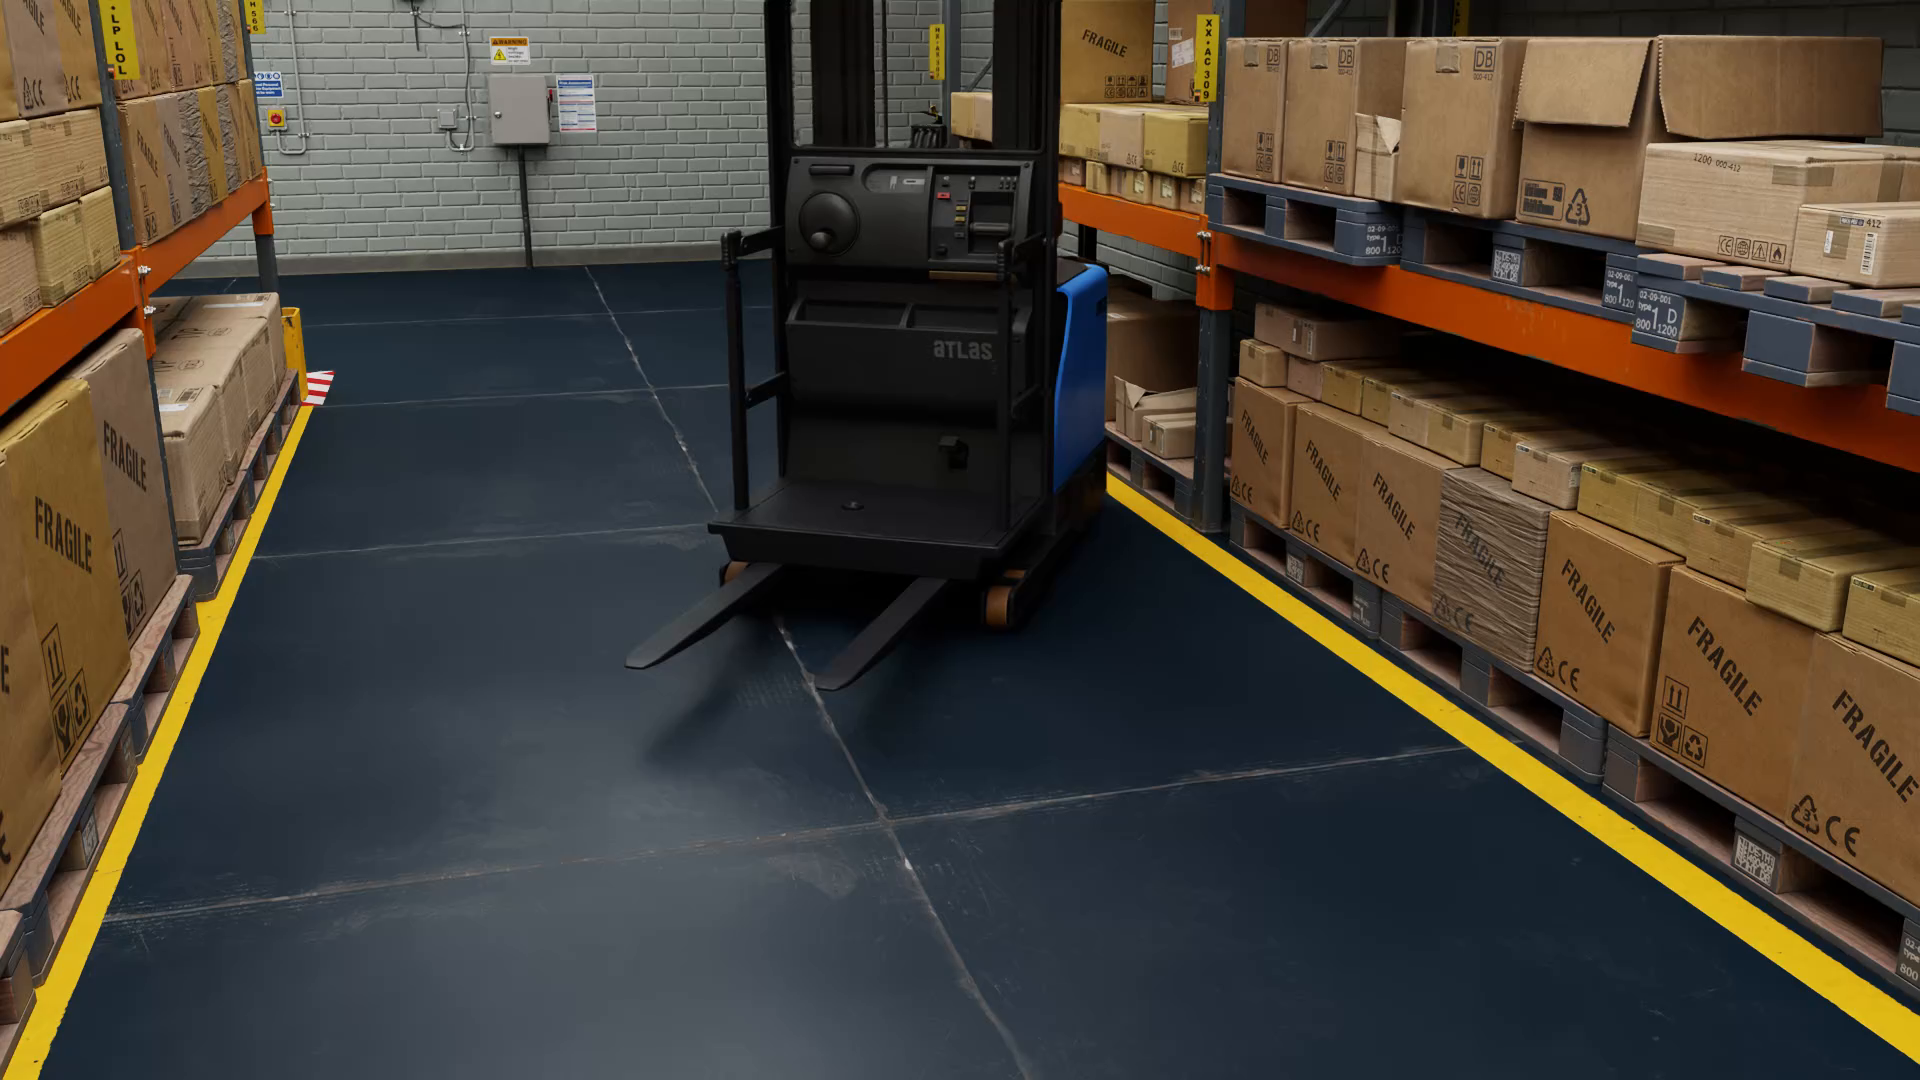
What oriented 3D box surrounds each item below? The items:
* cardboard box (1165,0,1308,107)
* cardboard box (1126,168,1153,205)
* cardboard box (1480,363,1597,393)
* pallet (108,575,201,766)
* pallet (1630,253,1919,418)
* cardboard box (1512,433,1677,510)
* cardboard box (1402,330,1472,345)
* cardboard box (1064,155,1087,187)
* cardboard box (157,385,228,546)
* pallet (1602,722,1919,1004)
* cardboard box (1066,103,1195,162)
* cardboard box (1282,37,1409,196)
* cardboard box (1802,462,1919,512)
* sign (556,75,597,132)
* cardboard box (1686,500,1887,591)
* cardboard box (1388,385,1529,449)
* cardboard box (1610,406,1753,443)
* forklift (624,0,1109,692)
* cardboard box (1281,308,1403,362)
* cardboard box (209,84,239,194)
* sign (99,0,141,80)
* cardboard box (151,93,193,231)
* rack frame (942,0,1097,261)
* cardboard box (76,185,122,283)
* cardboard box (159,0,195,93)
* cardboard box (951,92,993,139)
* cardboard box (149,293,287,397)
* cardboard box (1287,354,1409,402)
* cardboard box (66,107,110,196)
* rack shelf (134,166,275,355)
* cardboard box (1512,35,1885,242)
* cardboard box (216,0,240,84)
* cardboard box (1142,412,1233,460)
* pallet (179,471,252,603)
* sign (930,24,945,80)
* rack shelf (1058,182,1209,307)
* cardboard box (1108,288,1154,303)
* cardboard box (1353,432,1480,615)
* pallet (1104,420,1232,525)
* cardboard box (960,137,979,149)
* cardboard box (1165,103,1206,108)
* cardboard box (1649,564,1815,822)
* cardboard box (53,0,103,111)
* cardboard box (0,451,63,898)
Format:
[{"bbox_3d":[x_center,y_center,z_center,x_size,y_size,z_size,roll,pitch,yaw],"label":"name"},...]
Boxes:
[{"bbox_3d":[1.333,-2.374,8.082,0.500,0.500,0.500,-5,17,-17],"label":"cardboard box"},{"bbox_3d":[0.969,-1.600,7.500,0.380,0.149,0.250,-4,17,-14],"label":"cardboard box"},{"bbox_3d":[2.113,-0.539,6.021,0.380,0.149,0.250,-6,18,-18],"label":"cardboard box"},{"bbox_3d":[-3.001,0.425,5.170,1.003,0.211,1.213,-5,17,-15],"label":"pallet"},{"bbox_3d":[2.332,-0.495,3.719,1.213,0.211,1.003,-5,17,-15],"label":"pallet"},{"bbox_3d":[1.869,-0.205,4.909,0.380,0.149,0.250,-6,18,-18],"label":"cardboard box"},{"bbox_3d":[1.865,-0.747,6.712,0.380,0.149,0.250,-5,18,-17],"label":"cardboard box"},{"bbox_3d":[0.749,-1.888,8.458,0.380,0.149,0.250,-5,17,-15],"label":"cardboard box"},{"bbox_3d":[-3.355,-0.274,6.374,0.875,0.438,0.875,-5,17,-16],"label":"cardboard box"},{"bbox_3d":[2.417,0.721,4.185,1.003,0.211,1.213,-5,17,-15],"label":"pallet"},{"bbox_3d":[0.835,-1.980,8.073,0.500,0.250,0.500,-5,17,-16],"label":"cardboard box"},{"bbox_3d":[1.546,-1.466,5.714,0.700,0.500,0.500,-5,17,-15],"label":"cardboard box"},{"bbox_3d":[2.564,-0.109,4.589,0.380,0.149,0.250,-6,18,-18],"label":"cardboard box"},{"bbox_3d":[-3.479,-3.959,15.082,0.329,0.494,0.001,-5,17,-15],"label":"sign"},{"bbox_3d":[2.071,0.014,4.177,0.380,0.149,0.250,-5,18,-17],"label":"cardboard box"},{"bbox_3d":[1.682,-0.418,5.618,0.380,0.149,0.250,-5,17,-15],"label":"cardboard box"},{"bbox_3d":[2.302,-0.320,5.291,0.380,0.149,0.250,-5,18,-17],"label":"cardboard box"},{"bbox_3d":[-0.249,-1.207,5.875,1.130,2.935,3.031,5,17,16],"label":"forklift"},{"bbox_3d":[1.446,-0.780,6.306,0.380,0.149,0.250,-6,18,-18],"label":"cardboard box"},{"bbox_3d":[-3.723,-1.878,7.817,0.500,0.500,0.500,-4,17,-14],"label":"cardboard box"},{"bbox_3d":[-2.766,-1.680,5.456,0.100,0.325,0.005,-5,17,-15],"label":"sign"},{"bbox_3d":[-3.297,-1.456,6.411,0.500,0.500,0.500,-5,17,-15],"label":"cardboard box"},{"bbox_3d":[0.387,-2.618,10.453,1.000,3.000,0.127,-5,17,-15],"label":"rack frame"},{"bbox_3d":[-2.920,-0.942,5.135,0.500,0.250,0.500,-5,17,-17],"label":"cardboard box"},{"bbox_3d":[-3.446,-2.078,6.745,0.500,0.500,0.500,-4,17,-14],"label":"cardboard box"},{"bbox_3d":[0.253,-2.542,9.943,0.500,0.250,0.500,-5,17,-15],"label":"cardboard box"},{"bbox_3d":[-4.107,-1.024,8.870,0.875,0.438,0.875,-5,18,-17],"label":"cardboard box"},{"bbox_3d":[1.479,-0.635,6.340,0.380,0.149,0.250,-5,17,-17],"label":"cardboard box"},{"bbox_3d":[-2.930,-1.183,5.067,0.500,0.250,0.500,-5,17,-15],"label":"cardboard box"},{"bbox_3d":[-3.835,-1.327,7.405,1.077,0.370,4.000,-5,17,-15],"label":"rack shelf"},{"bbox_3d":[1.959,-1.092,4.465,0.797,0.503,0.637,-5,17,-17],"label":"cardboard box"},{"bbox_3d":[-3.851,-2.494,8.130,0.500,0.500,0.500,-5,17,-15],"label":"cardboard box"},{"bbox_3d":[1.051,-0.478,7.555,0.380,0.149,0.250,-5,18,-17],"label":"cardboard box"},{"bbox_3d":[-3.419,0.001,6.582,1.003,0.211,1.213,-5,17,-15],"label":"pallet"},{"bbox_3d":[-0.135,-2.989,10.185,0.100,0.325,0.005,-5,17,-15],"label":"sign"},{"bbox_3d":[0.937,-1.720,8.715,1.077,0.370,4.000,-5,17,-15],"label":"rack shelf"},{"bbox_3d":[0.711,-1.051,8.853,0.500,0.500,0.500,-4,17,-14],"label":"cardboard box"},{"bbox_3d":[1.692,-0.079,5.616,0.500,0.500,0.500,-5,17,-17],"label":"cardboard box"},{"bbox_3d":[1.298,-0.366,7.803,1.003,0.211,1.213,-5,17,-15],"label":"pallet"},{"bbox_3d":[0.213,-2.385,10.114,0.380,0.149,0.250,-5,17,-16],"label":"cardboard box"},{"bbox_3d":[1.325,-2.021,8.211,0.500,0.250,0.500,-4,17,-14],"label":"cardboard box"},{"bbox_3d":[2.135,0.352,4.182,0.500,0.500,0.500,-5,17,-16],"label":"cardboard box"},{"bbox_3d":[-2.921,-1.541,4.956,0.500,0.500,0.500,-4,17,-13],"label":"cardboard box"},{"bbox_3d":[-2.537,0.360,3.502,0.875,0.875,0.875,-4,17,-15],"label":"cardboard box"}]
